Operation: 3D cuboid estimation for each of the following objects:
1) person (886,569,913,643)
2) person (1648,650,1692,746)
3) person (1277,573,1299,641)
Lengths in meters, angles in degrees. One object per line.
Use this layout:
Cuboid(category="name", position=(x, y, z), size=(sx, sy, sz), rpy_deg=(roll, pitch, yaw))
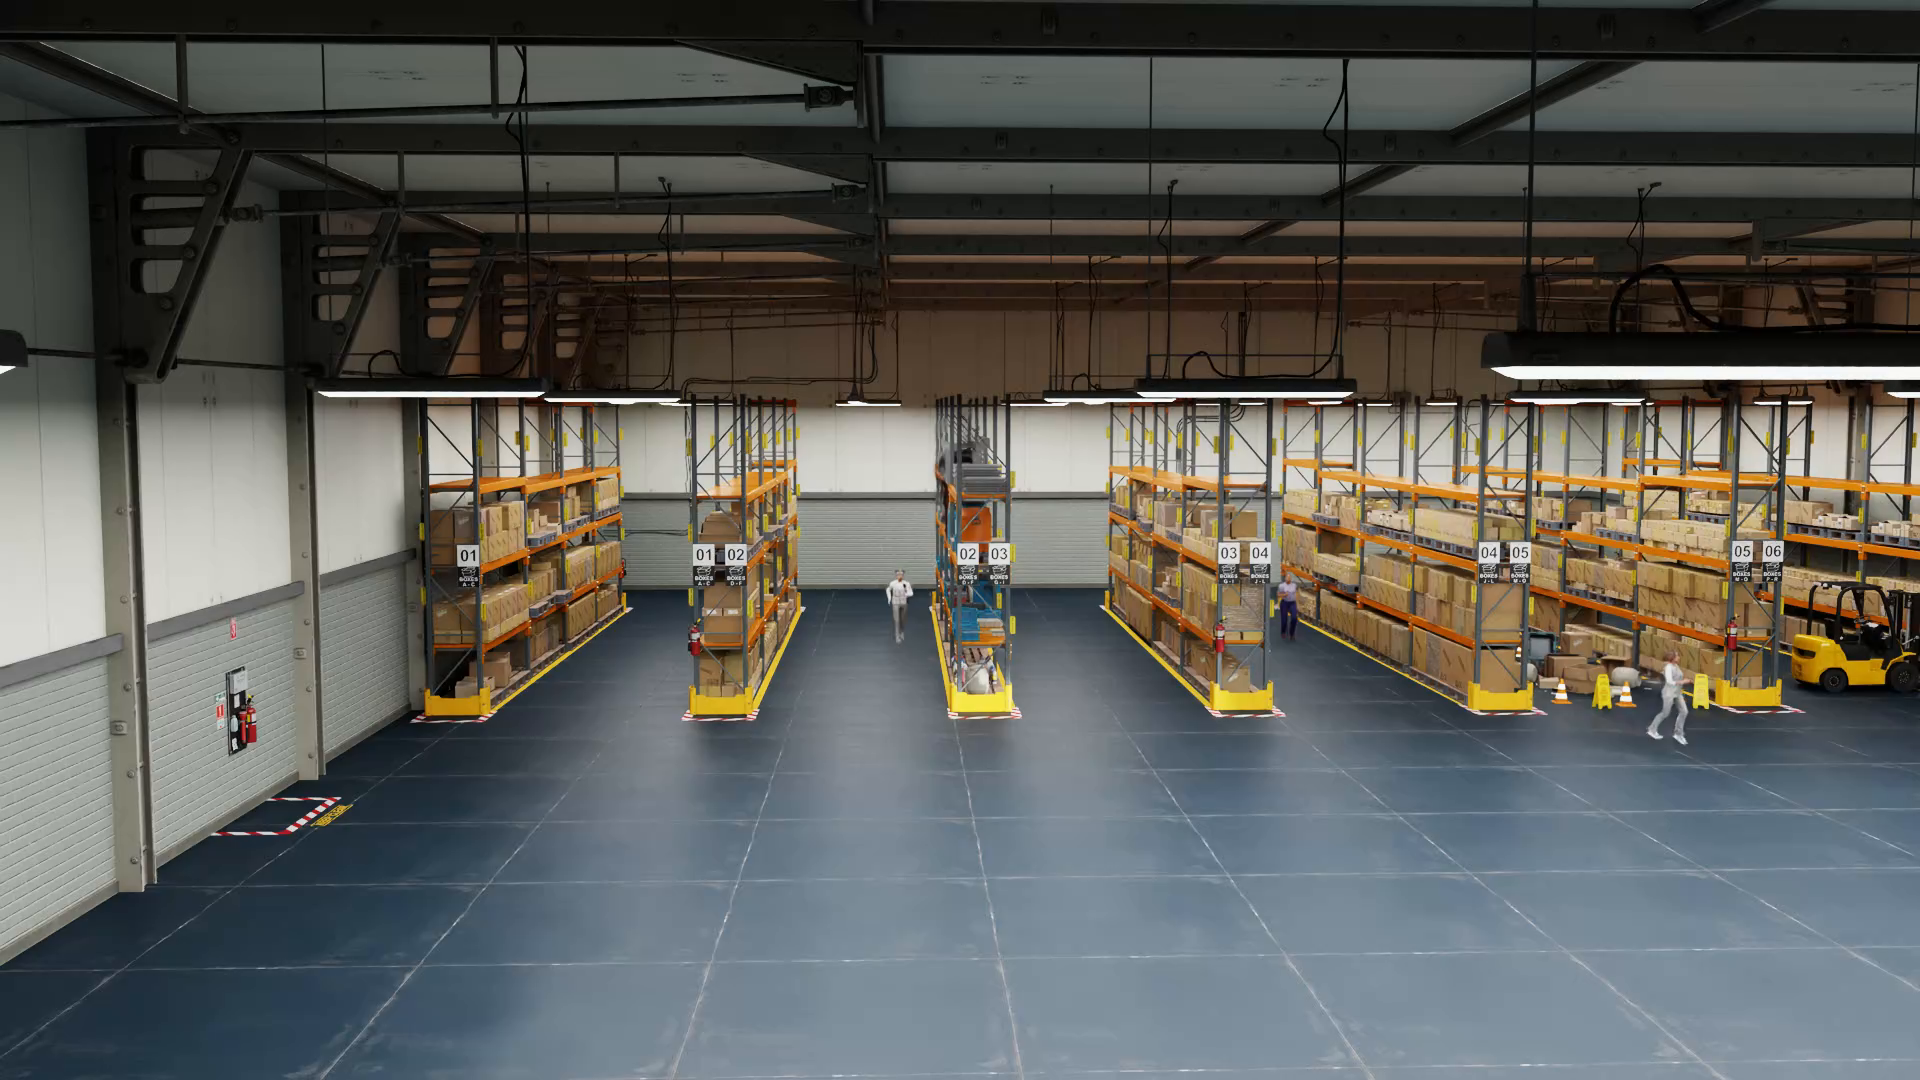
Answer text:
Cuboid(category="person", position=(-1.397, 1.533, 38.730), size=(0.611, 1.731, 0.876), rpy_deg=(0, 5, -5))
Cuboid(category="person", position=(12.122, 2.682, 28.417), size=(0.509, 1.638, 0.706), rpy_deg=(-4, 6, -41))
Cuboid(category="person", position=(8.142, 1.672, 41.215), size=(0.582, 1.695, 0.680), rpy_deg=(0, 4, -1))
